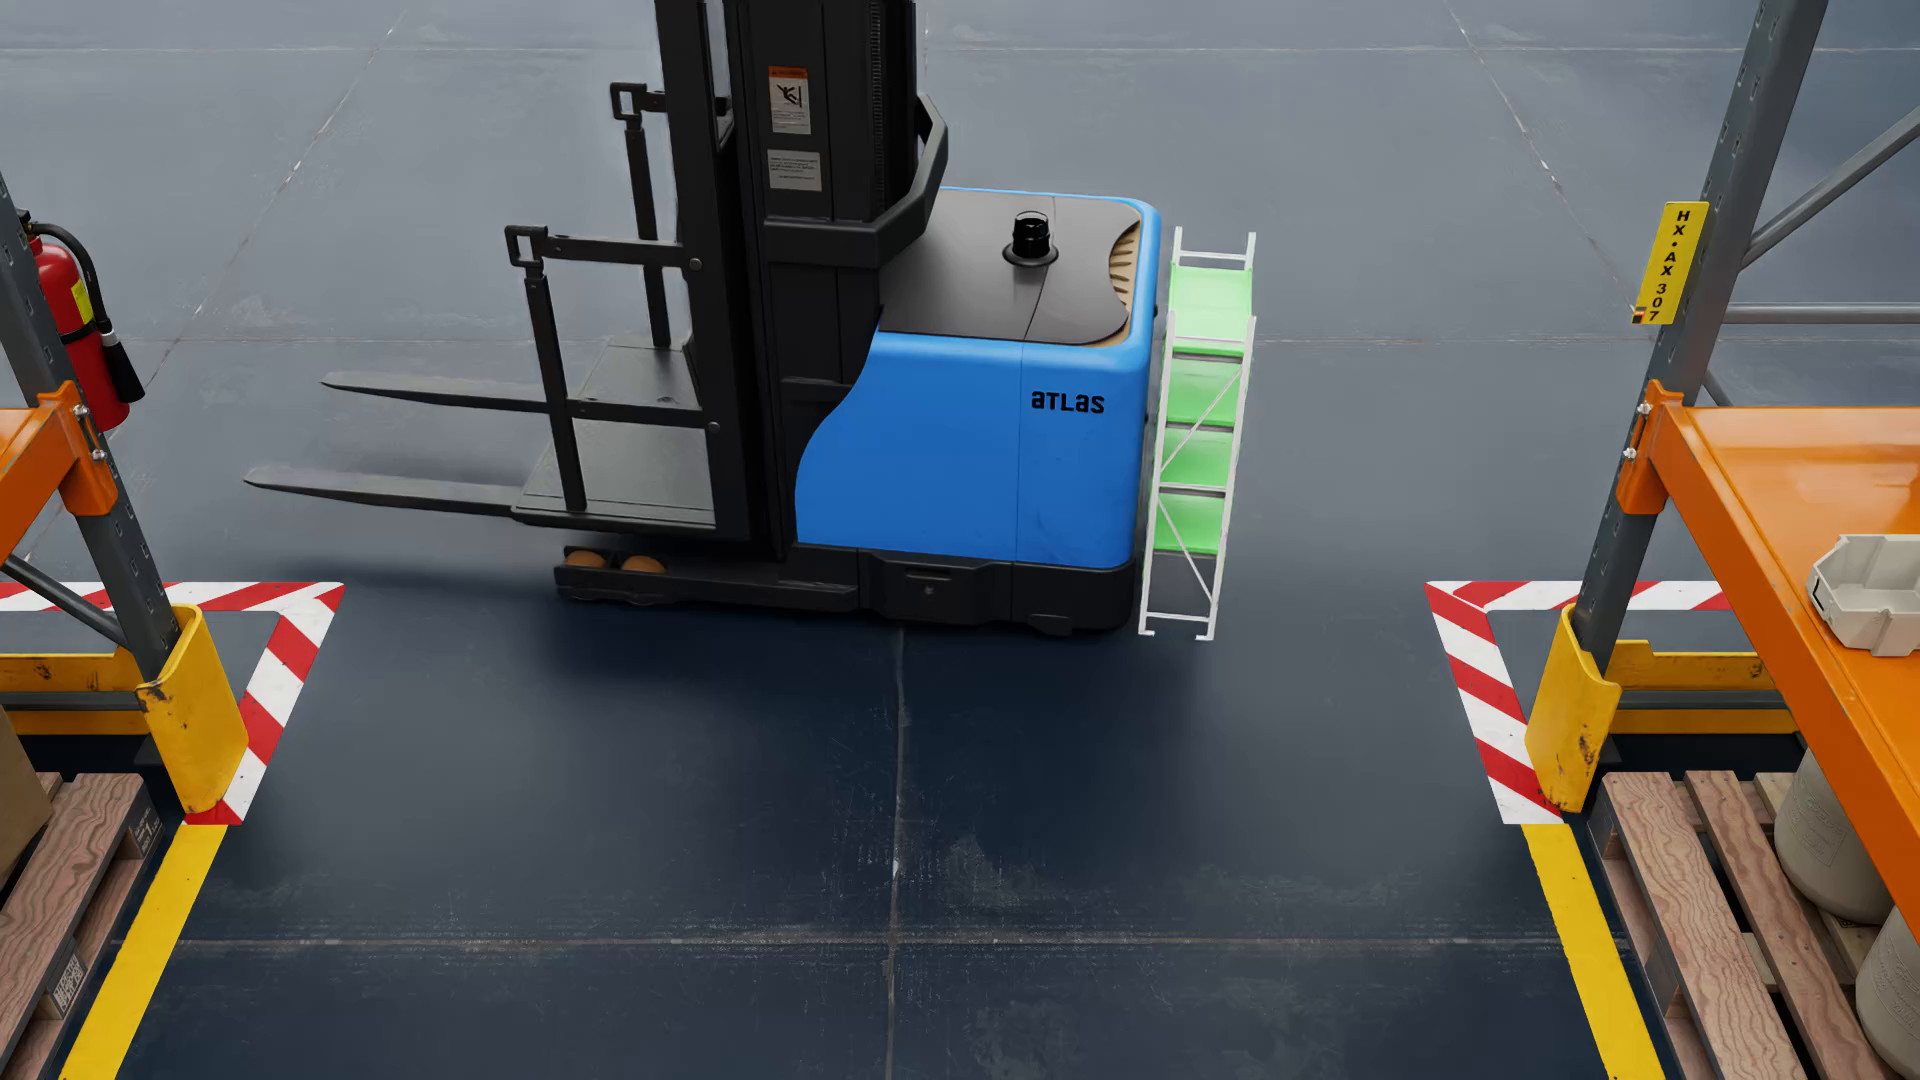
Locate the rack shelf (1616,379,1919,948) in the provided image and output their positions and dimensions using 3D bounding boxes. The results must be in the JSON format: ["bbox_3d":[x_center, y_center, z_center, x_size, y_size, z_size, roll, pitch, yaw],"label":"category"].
[{"bbox_3d":[2.235,0.988,2.694,1.077,0.370,4.000,0,39,0],"label":"rack shelf"}]

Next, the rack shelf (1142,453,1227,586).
[{"bbox_3d":[0.729,-0.071,5.364,0.258,0.148,0.480,5,39,6],"label":"rack shelf"}]

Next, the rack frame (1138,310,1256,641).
[{"bbox_3d":[0.697,-0.157,4.986,0.240,1.200,0.015,5,39,6],"label":"rack frame"}]

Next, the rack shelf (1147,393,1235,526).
[{"bbox_3d":[0.730,-0.258,5.214,0.258,0.148,0.480,5,39,6],"label":"rack shelf"}]

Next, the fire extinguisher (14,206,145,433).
[{"bbox_3d":[-2.259,-0.581,4.139,0.296,0.674,0.183,0,39,0],"label":"fire extinguisher"}]

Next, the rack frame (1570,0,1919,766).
[{"bbox_3d":[2.233,-0.543,4.029,1.000,3.000,0.127,0,39,0],"label":"rack frame"}]

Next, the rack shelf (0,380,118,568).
[{"bbox_3d":[-2.717,0.992,2.689,1.077,0.370,4.000,0,39,0],"label":"rack shelf"}]

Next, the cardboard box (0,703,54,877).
[{"bbox_3d":[-2.736,0.662,4.188,0.500,0.500,0.500,7,39,8],"label":"cardboard box"}]

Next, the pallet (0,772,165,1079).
[{"bbox_3d":[-2.754,1.104,4.204,1.003,0.211,1.213,0,39,0],"label":"pallet"}]

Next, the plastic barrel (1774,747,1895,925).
[{"bbox_3d":[2.310,0.675,4.162,0.421,0.512,0.421,0,39,0],"label":"plastic barrel"}]

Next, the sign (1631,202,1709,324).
[{"bbox_3d":[1.683,-0.654,3.946,0.100,0.325,0.005,0,39,0],"label":"sign"}]

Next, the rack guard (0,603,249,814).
[{"bbox_3d":[-2.720,0.483,4.747,1.175,0.500,0.348,0,39,0],"label":"rack guard"}]

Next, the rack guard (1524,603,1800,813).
[{"bbox_3d":[2.280,0.480,4.752,1.175,0.500,0.348,0,39,0],"label":"rack guard"}]

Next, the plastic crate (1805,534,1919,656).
[{"bbox_3d":[1.912,0.119,3.413,0.298,0.136,0.250,0,39,0],"label":"plastic crate"}]

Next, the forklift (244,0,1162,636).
[{"bbox_3d":[-0.891,-1.249,4.964,3.031,2.935,1.130,5,39,6],"label":"forklift"}]

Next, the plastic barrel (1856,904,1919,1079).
[{"bbox_3d":[2.311,0.989,3.771,0.421,0.512,0.421,0,39,0],"label":"plastic barrel"}]

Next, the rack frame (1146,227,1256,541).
[{"bbox_3d":[0.764,-0.459,5.363,0.240,1.200,0.015,5,39,6],"label":"rack frame"}]

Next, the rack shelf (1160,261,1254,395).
[{"bbox_3d":[0.732,-0.633,4.914,0.258,0.148,0.480,5,39,6],"label":"rack shelf"}]

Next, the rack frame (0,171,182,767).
[{"bbox_3d":[-2.720,-0.540,4.025,1.000,3.000,0.127,0,39,0],"label":"rack frame"}]

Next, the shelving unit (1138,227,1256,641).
[{"bbox_3d":[0.731,-0.308,5.174,0.258,1.200,0.503,5,39,6],"label":"shelving unit"}]

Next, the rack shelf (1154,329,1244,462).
[{"bbox_3d":[0.731,-0.446,5.064,0.258,0.148,0.480,5,39,6],"label":"rack shelf"}]

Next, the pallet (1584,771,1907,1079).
[{"bbox_3d":[2.276,1.100,4.208,1.003,0.211,1.213,0,39,0],"label":"pallet"}]
